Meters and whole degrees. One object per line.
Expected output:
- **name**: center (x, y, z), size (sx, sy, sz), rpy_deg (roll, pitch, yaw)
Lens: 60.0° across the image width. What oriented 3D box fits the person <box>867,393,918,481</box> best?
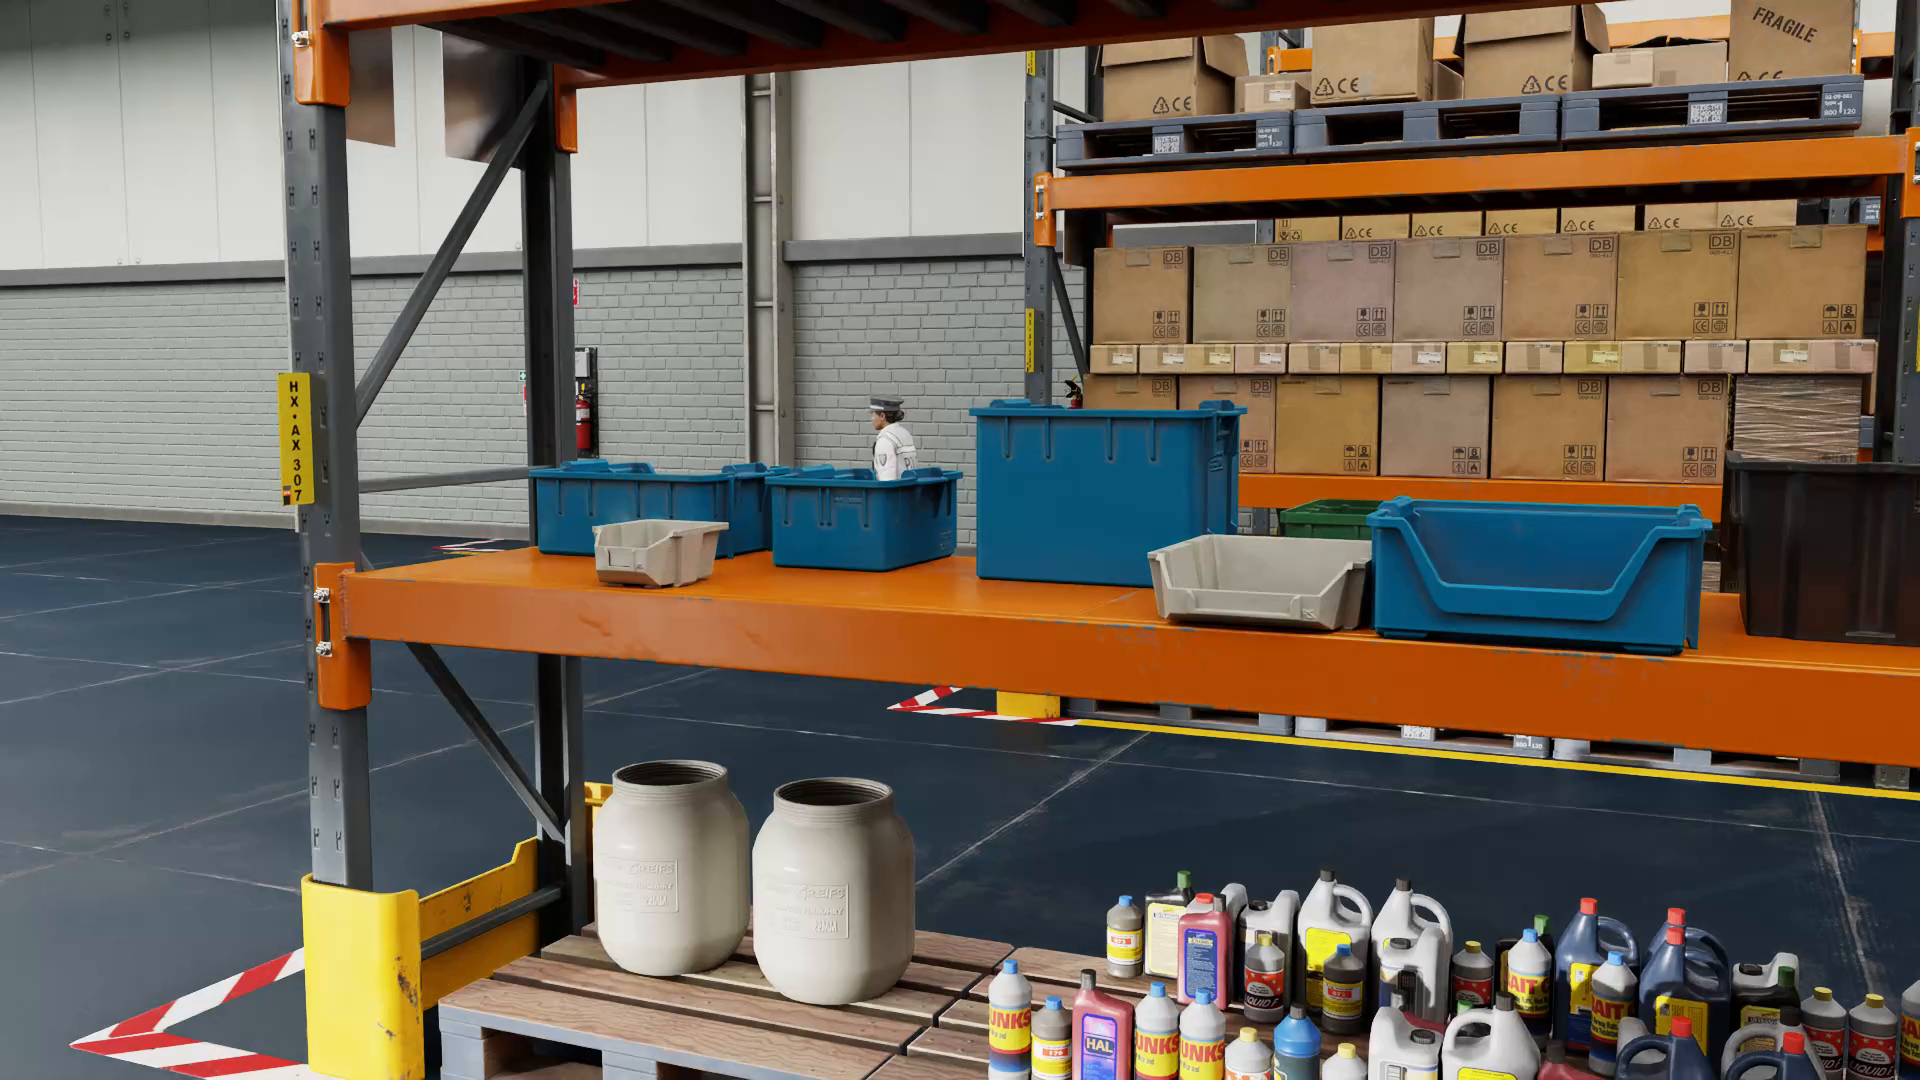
- **person**: center (-0.466, -0.199, 11.744), size (0.371, 1.666, 0.547), rpy_deg (2, 6, 20)
